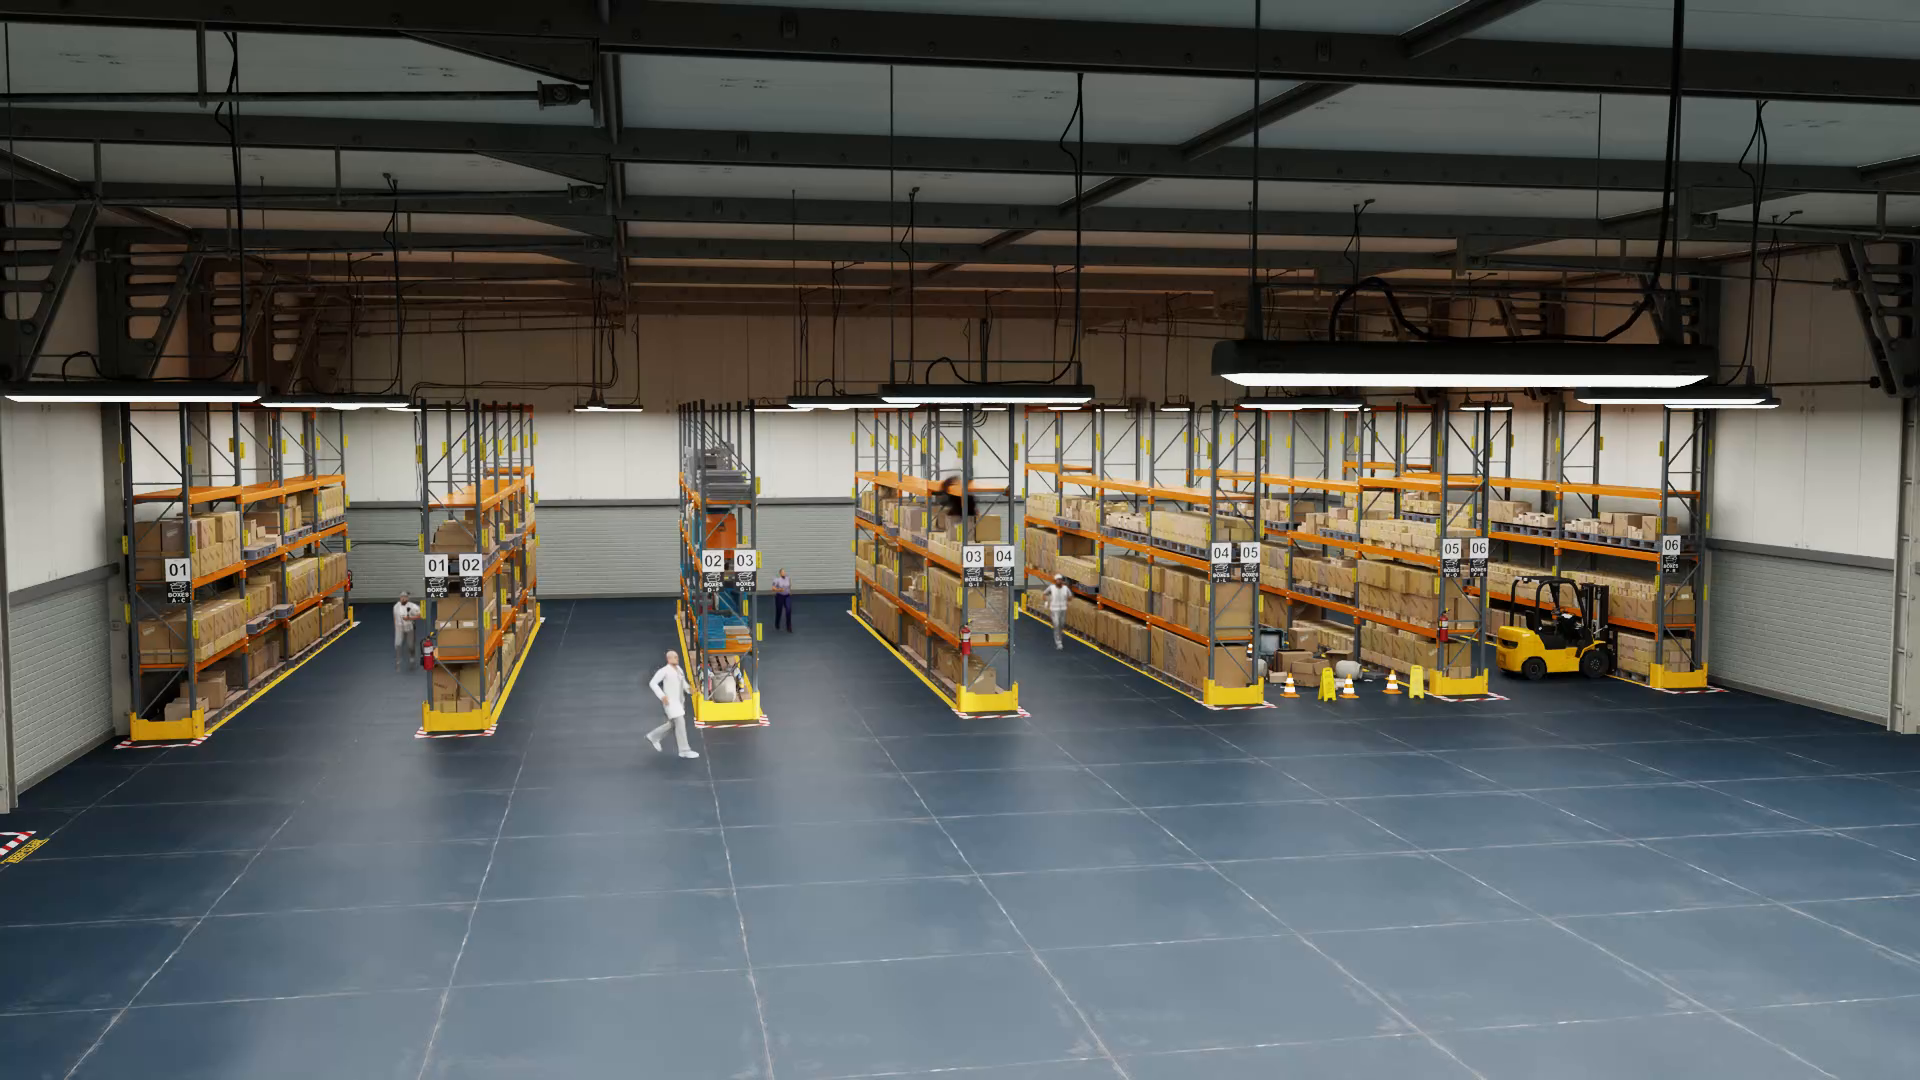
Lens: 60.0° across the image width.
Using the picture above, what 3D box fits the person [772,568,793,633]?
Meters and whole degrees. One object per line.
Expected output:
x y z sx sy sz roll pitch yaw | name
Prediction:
-4.697 1.585 43.908 0.596 1.689 0.847 -2 5 -23 | person

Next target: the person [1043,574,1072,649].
2.422 1.724 40.802 0.683 1.777 0.992 -1 4 -13 | person

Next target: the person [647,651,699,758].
-4.806 2.724 27.742 1.034 1.759 0.728 2 5 20 | person

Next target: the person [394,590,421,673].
-12.428 2.045 37.369 0.627 1.837 0.984 -1 4 -8 | person
